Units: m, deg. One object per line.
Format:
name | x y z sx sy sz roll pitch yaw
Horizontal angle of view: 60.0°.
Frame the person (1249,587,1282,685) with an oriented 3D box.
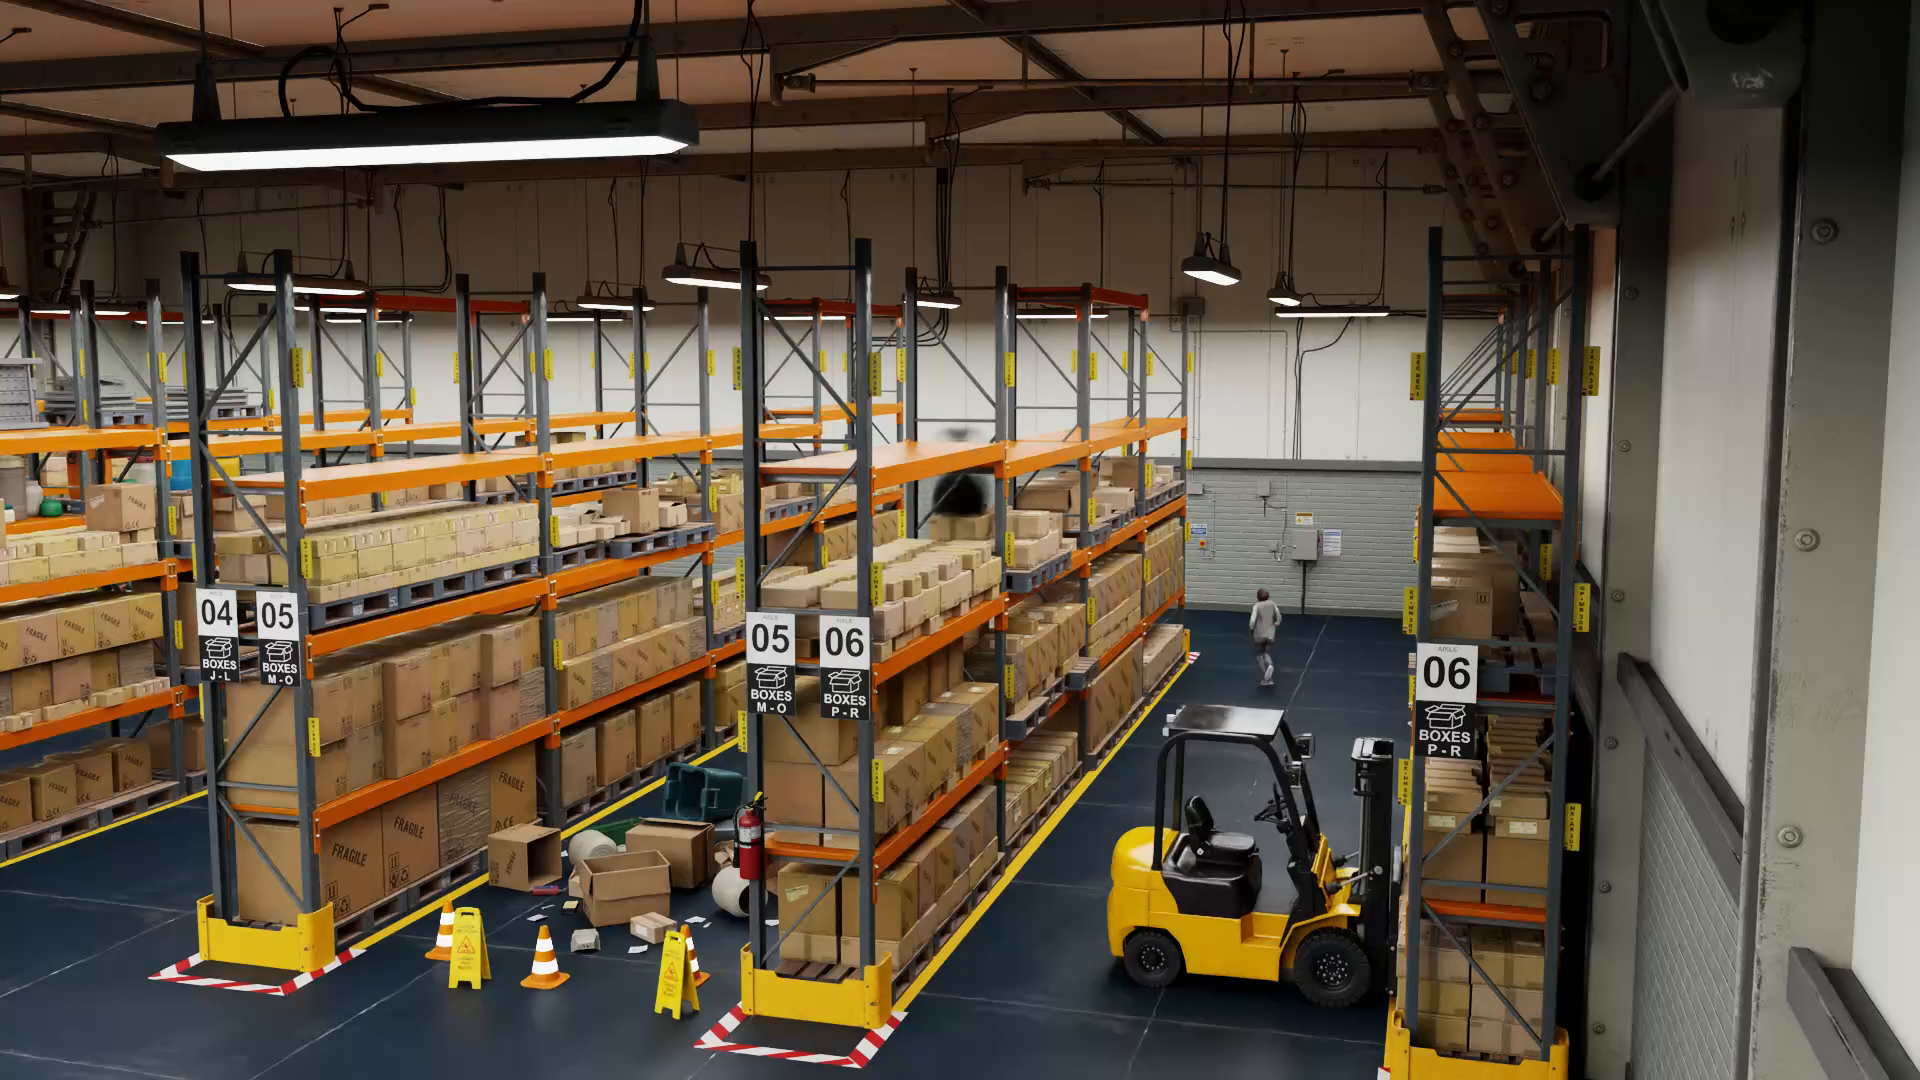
person | 4.777 1.515 25.914 0.541 1.541 0.519 -1 7 -11
